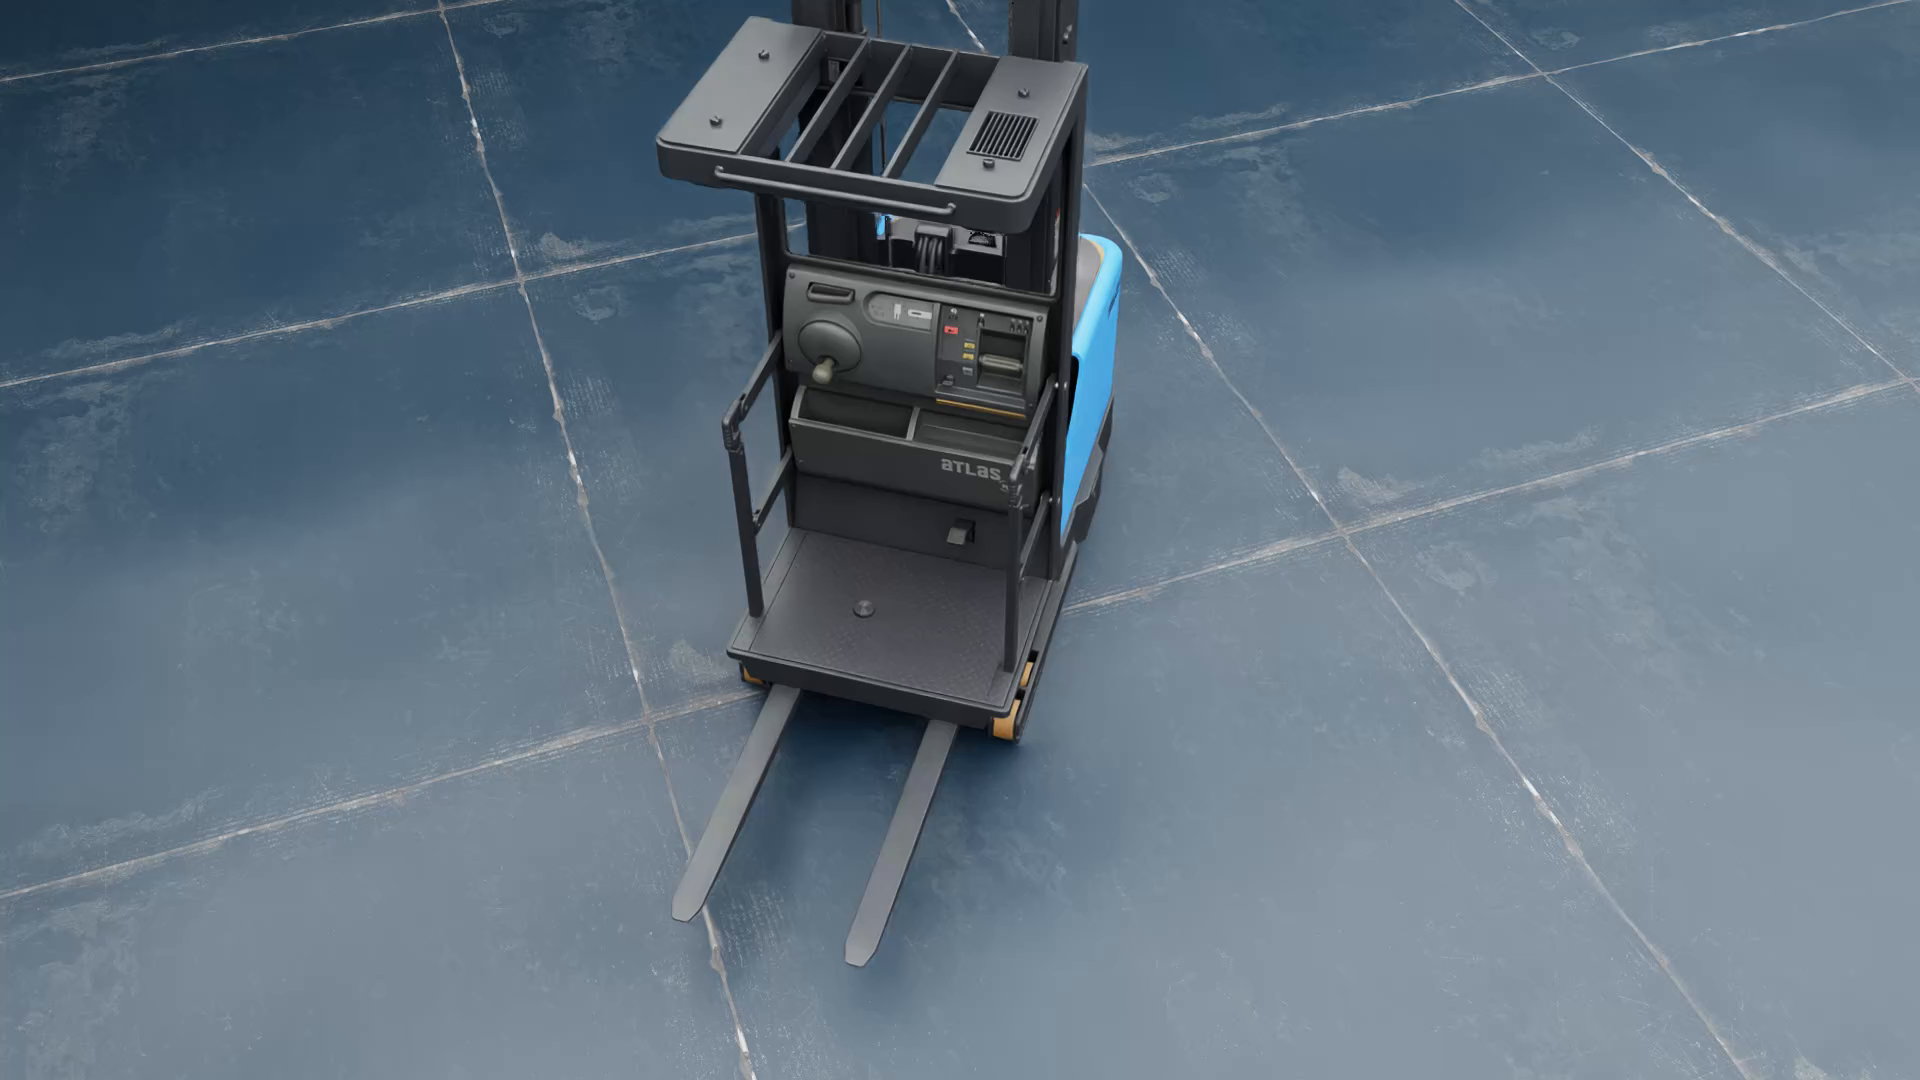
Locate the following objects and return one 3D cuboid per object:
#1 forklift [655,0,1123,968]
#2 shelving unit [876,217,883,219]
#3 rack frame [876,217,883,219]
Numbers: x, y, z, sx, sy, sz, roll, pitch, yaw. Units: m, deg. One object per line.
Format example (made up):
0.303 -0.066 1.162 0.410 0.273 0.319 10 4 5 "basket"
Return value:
-0.219 -0.593 5.581 1.130 2.935 3.031 11 46 11 "forklift"
-0.299 -1.069 7.489 0.258 0.900 0.210 -4 45 -4 "shelving unit"
-0.308 -1.141 7.561 0.240 0.900 0.006 -4 45 -4 "rack frame"
